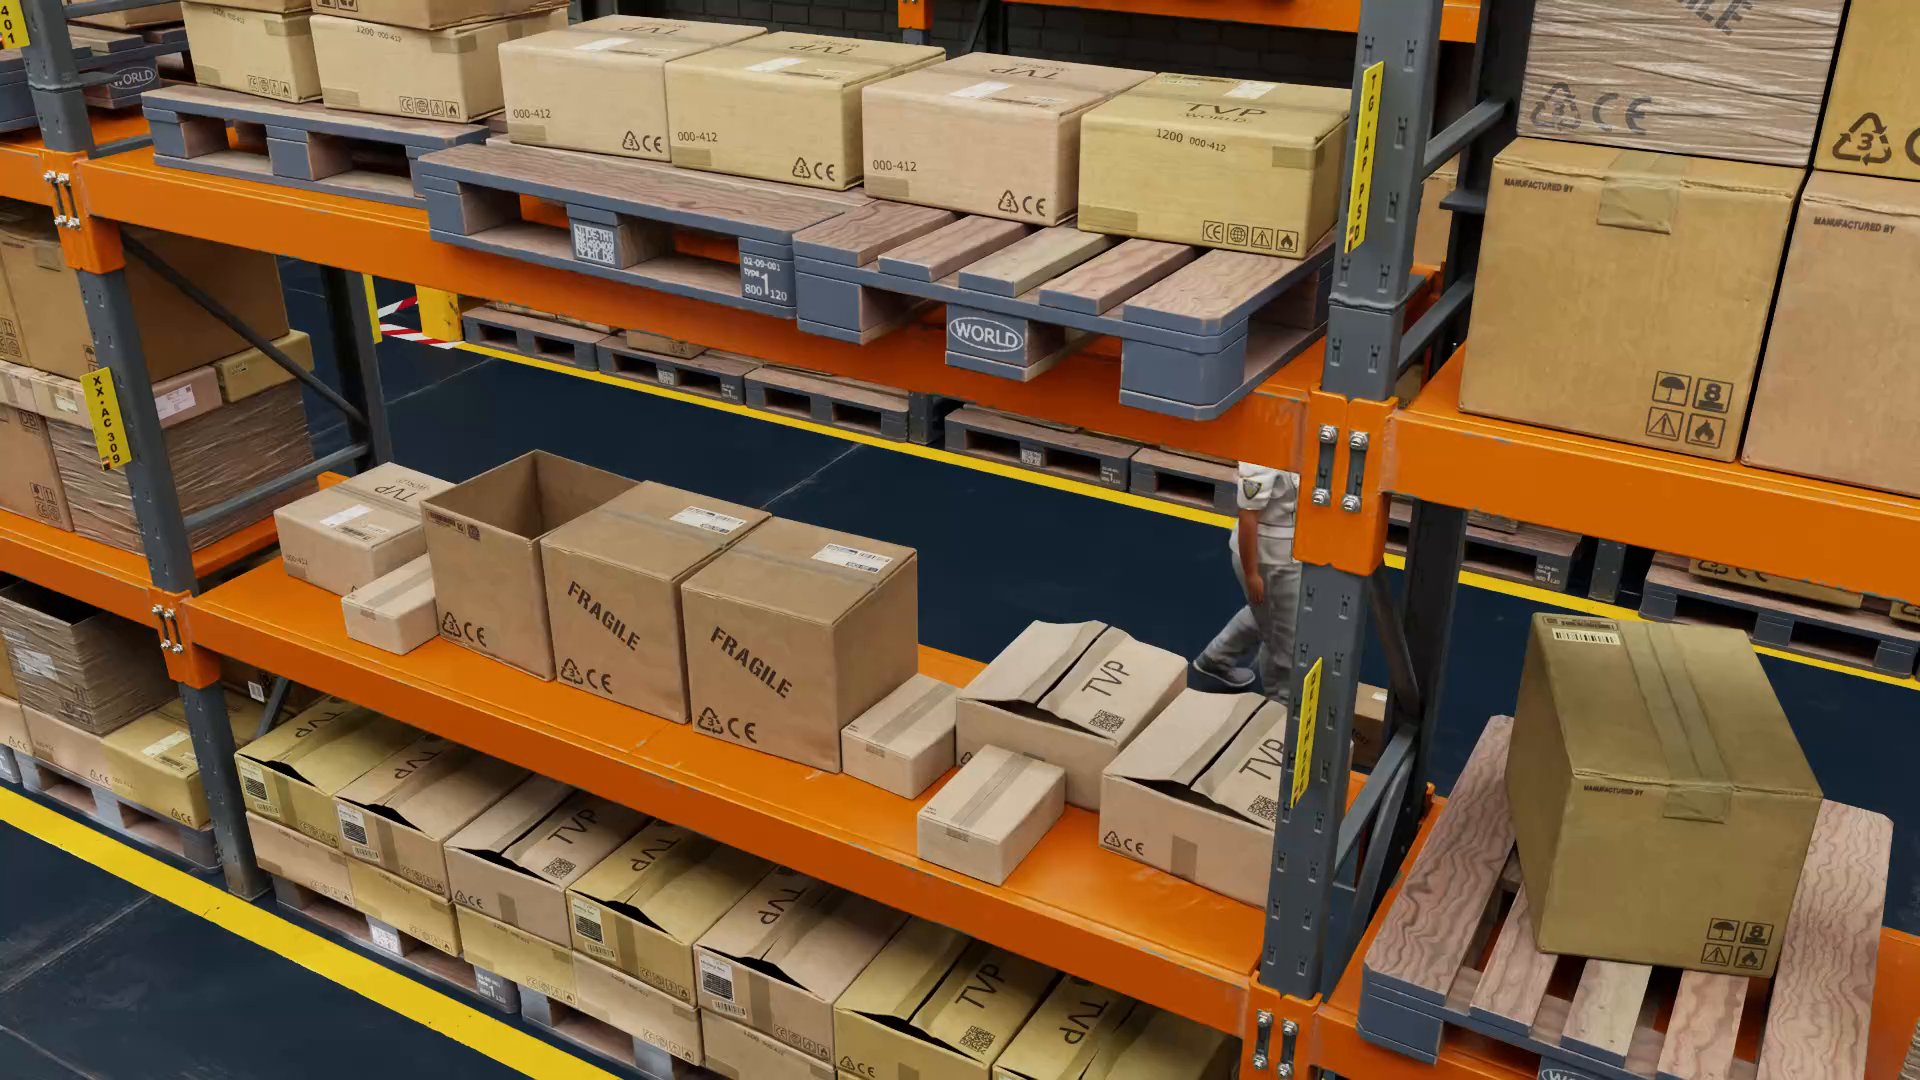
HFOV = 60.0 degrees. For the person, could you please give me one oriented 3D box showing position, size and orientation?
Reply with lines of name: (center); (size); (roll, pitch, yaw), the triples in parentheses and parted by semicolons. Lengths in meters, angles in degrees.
person: (1.339, 0.057, 6.982); (0.714, 1.646, 0.509); (11, 29, 22)
